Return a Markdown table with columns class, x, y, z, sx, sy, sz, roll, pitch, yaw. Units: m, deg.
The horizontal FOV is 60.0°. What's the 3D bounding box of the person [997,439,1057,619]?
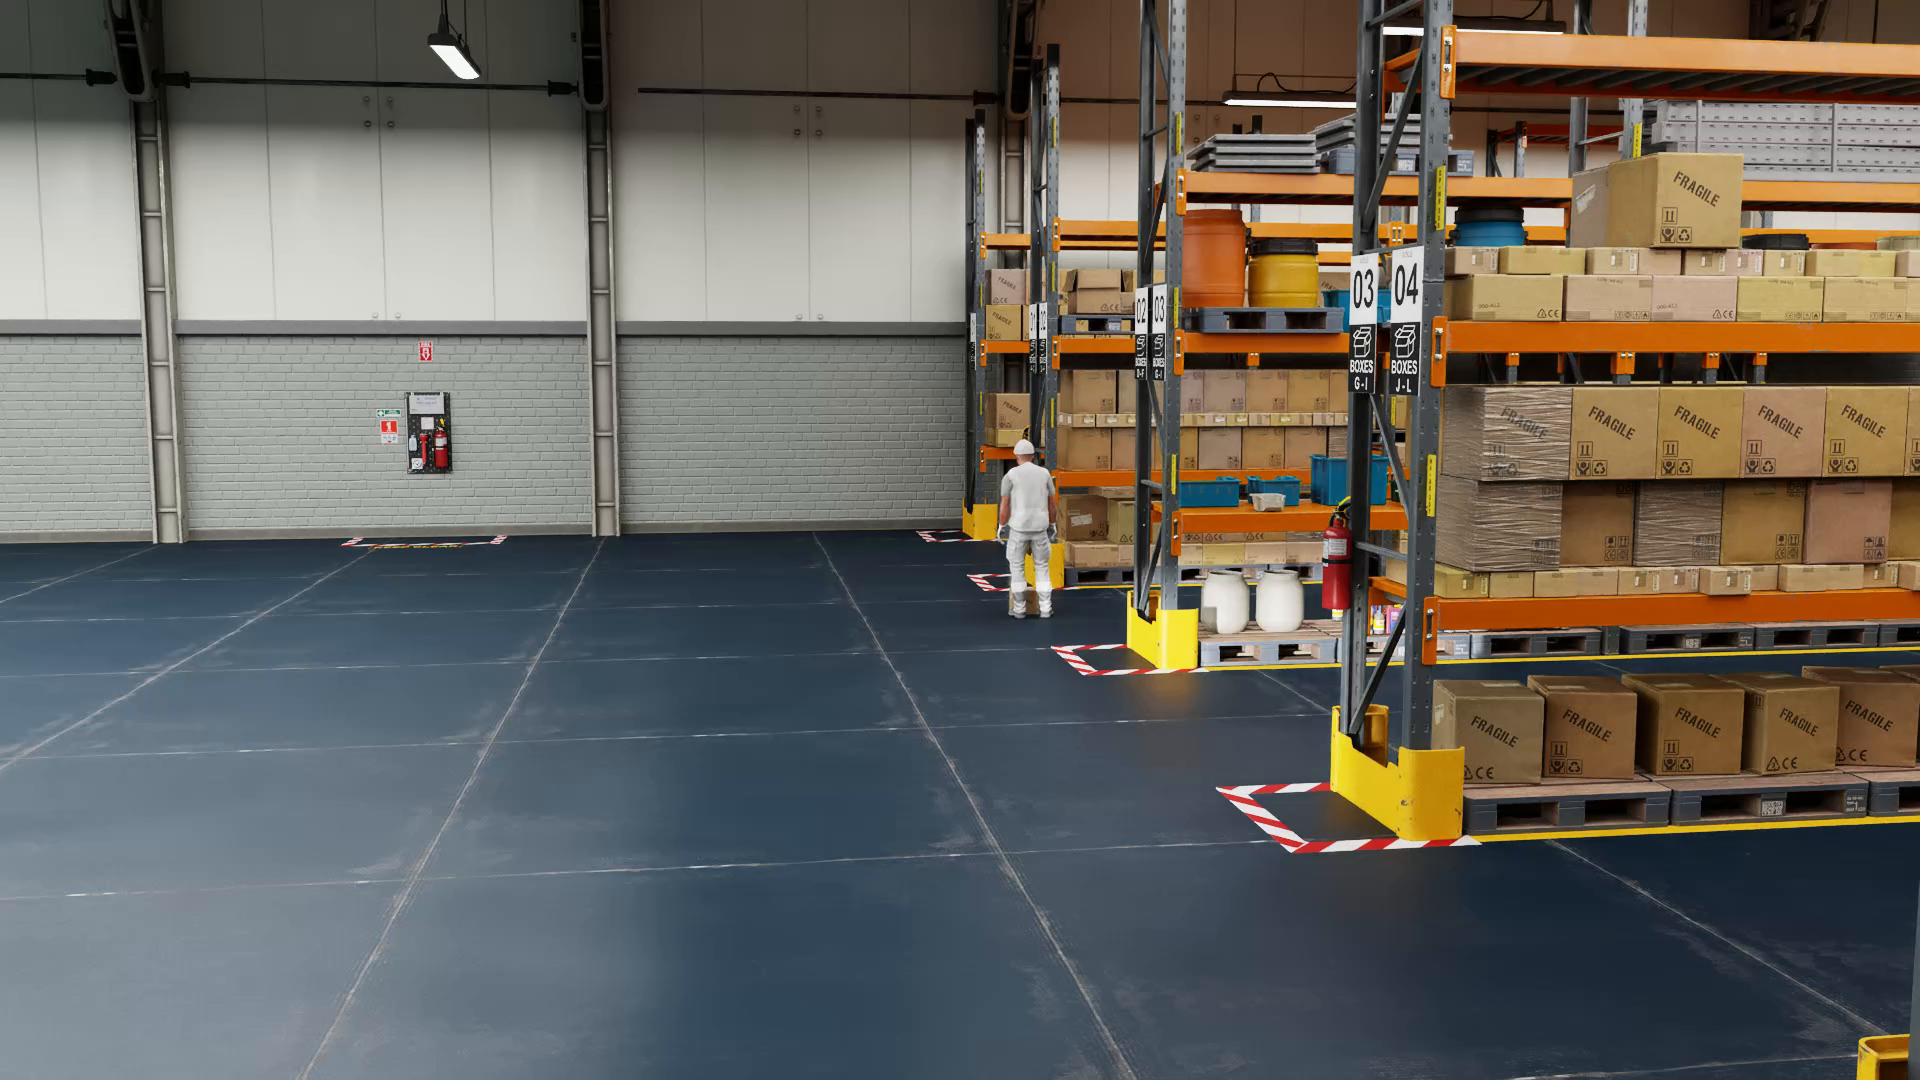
| class | x | y | z | sx | sy | sz | roll | pitch | yaw |
| --- | --- | --- | --- | --- | --- | --- | --- | --- | --- |
| person | 0.675 | -0.114 | 16.651 | 0.623 | 1.781 | 0.446 | -1 | 7 | -11 |
